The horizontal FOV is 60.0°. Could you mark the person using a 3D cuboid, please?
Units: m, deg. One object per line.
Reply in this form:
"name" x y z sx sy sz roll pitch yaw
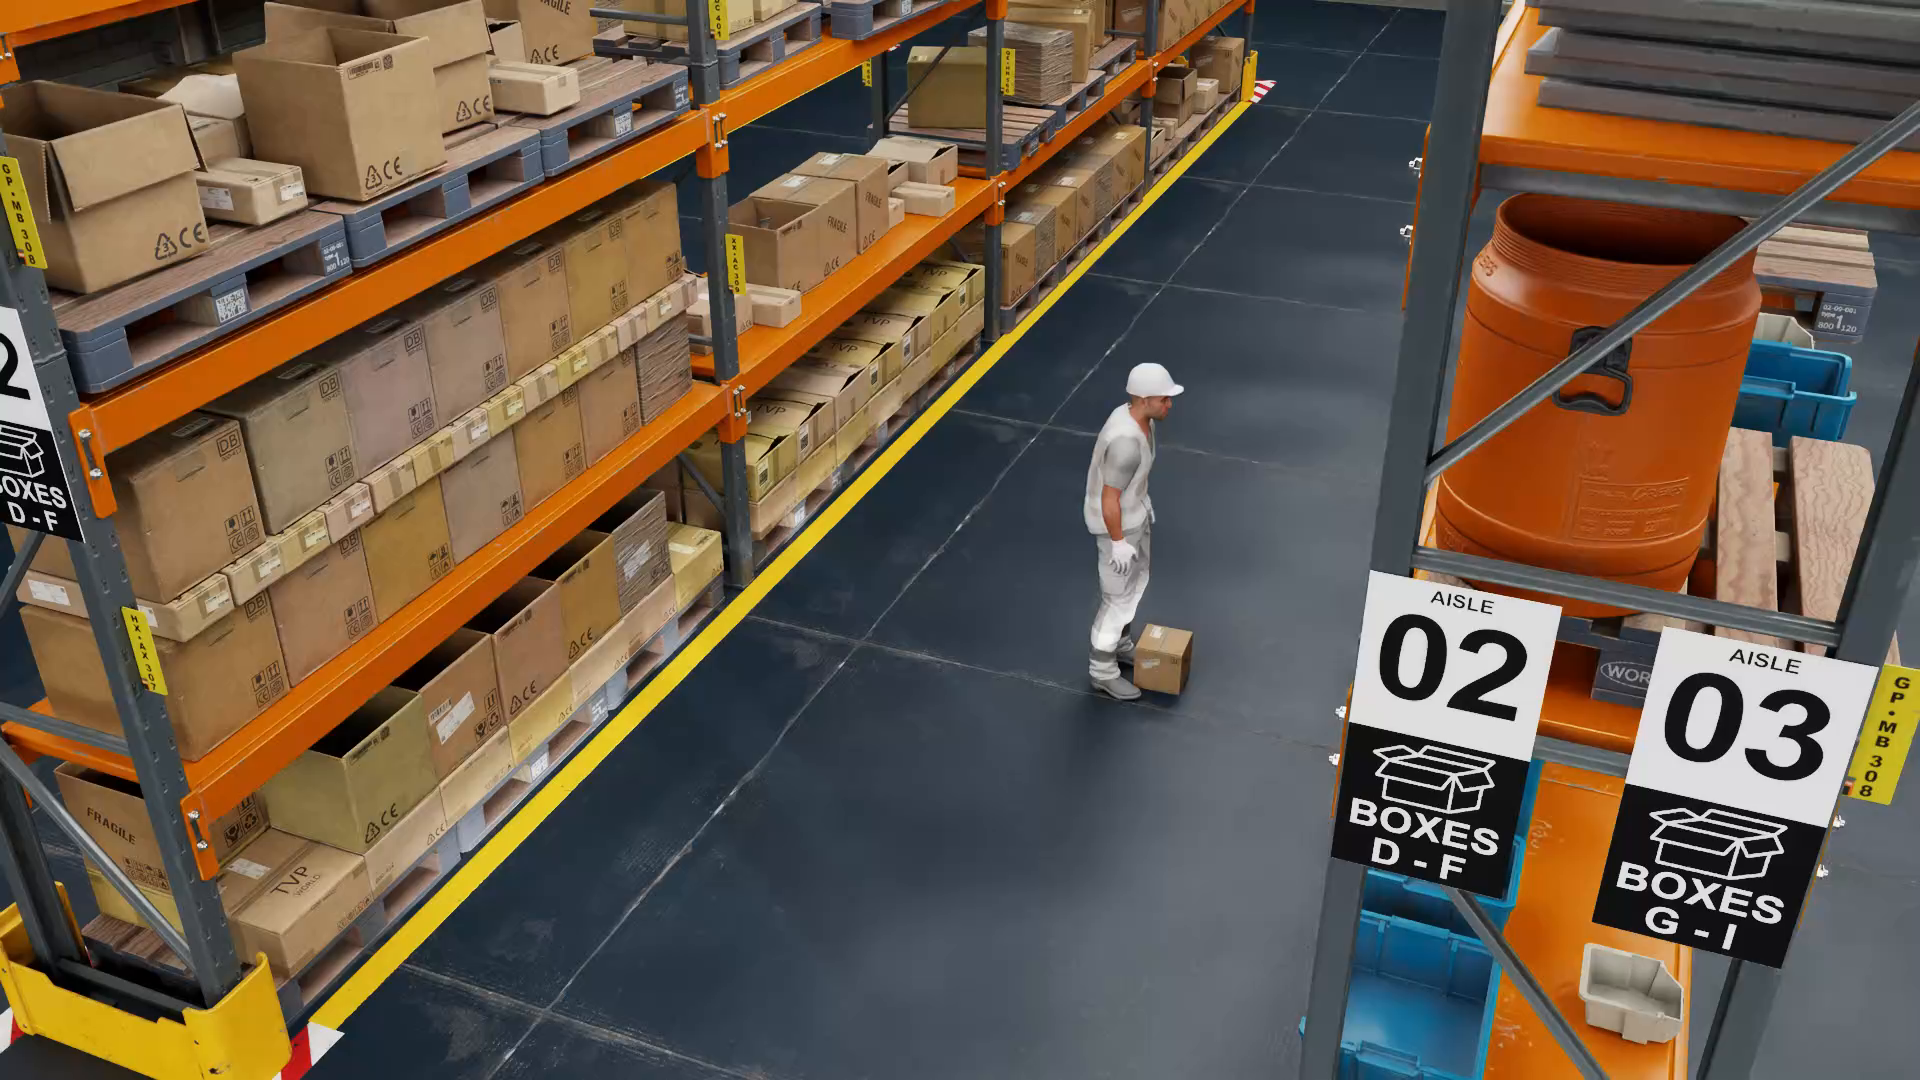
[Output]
"person" 0.868 -0.076 8.521 0.448 1.779 0.591 9 31 16
